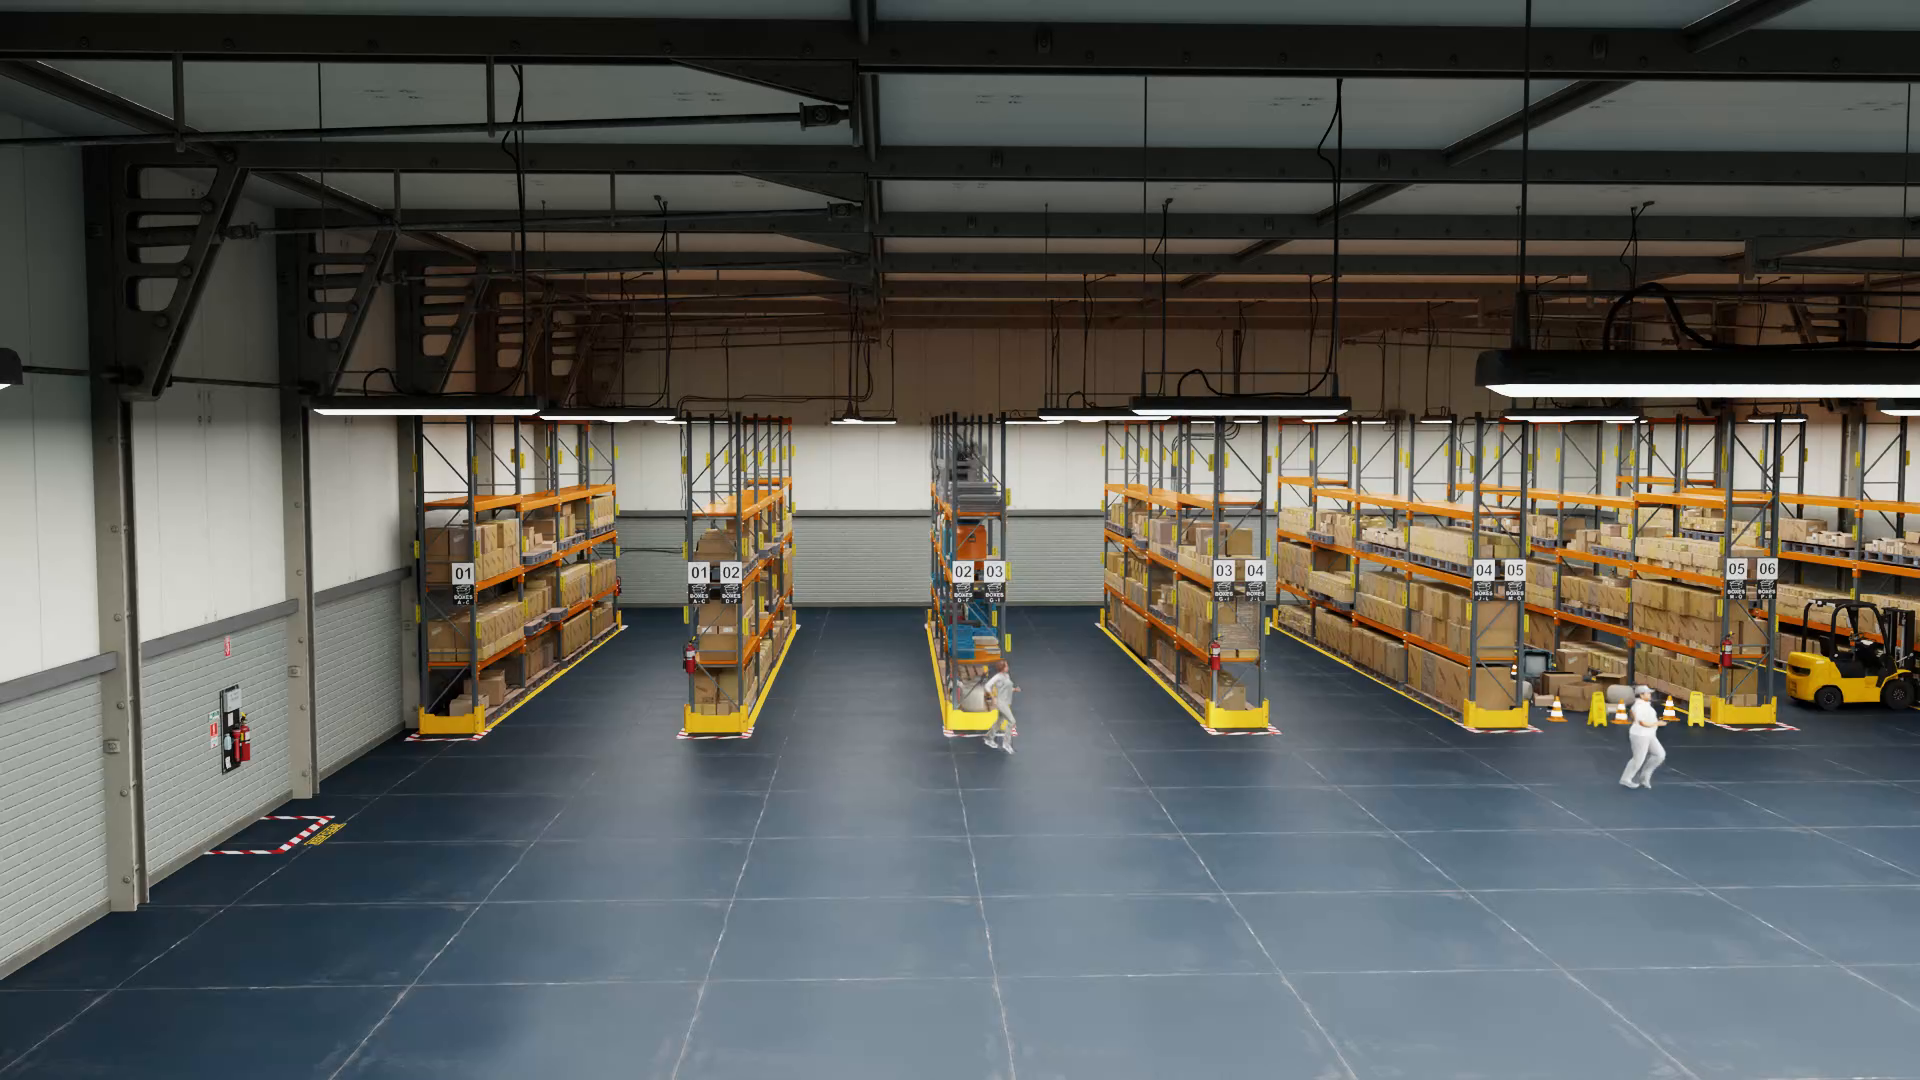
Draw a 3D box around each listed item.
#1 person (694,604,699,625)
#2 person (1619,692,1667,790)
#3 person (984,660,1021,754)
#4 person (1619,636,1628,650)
[{"bbox_3d":[-6.560,1.908,42.935,0.633,1.739,0.637,-1,4,-8],"label":"person"},{"bbox_3d":[10.778,3.125,26.192,0.678,1.656,0.579,3,5,37],"label":"person"},{"bbox_3d":[0.734,2.934,29.232,0.715,1.642,0.444,1,4,21],"label":"person"},{"bbox_3d":[16.600,1.980,41.524,0.672,1.801,0.936,-1,4,-10],"label":"person"}]
